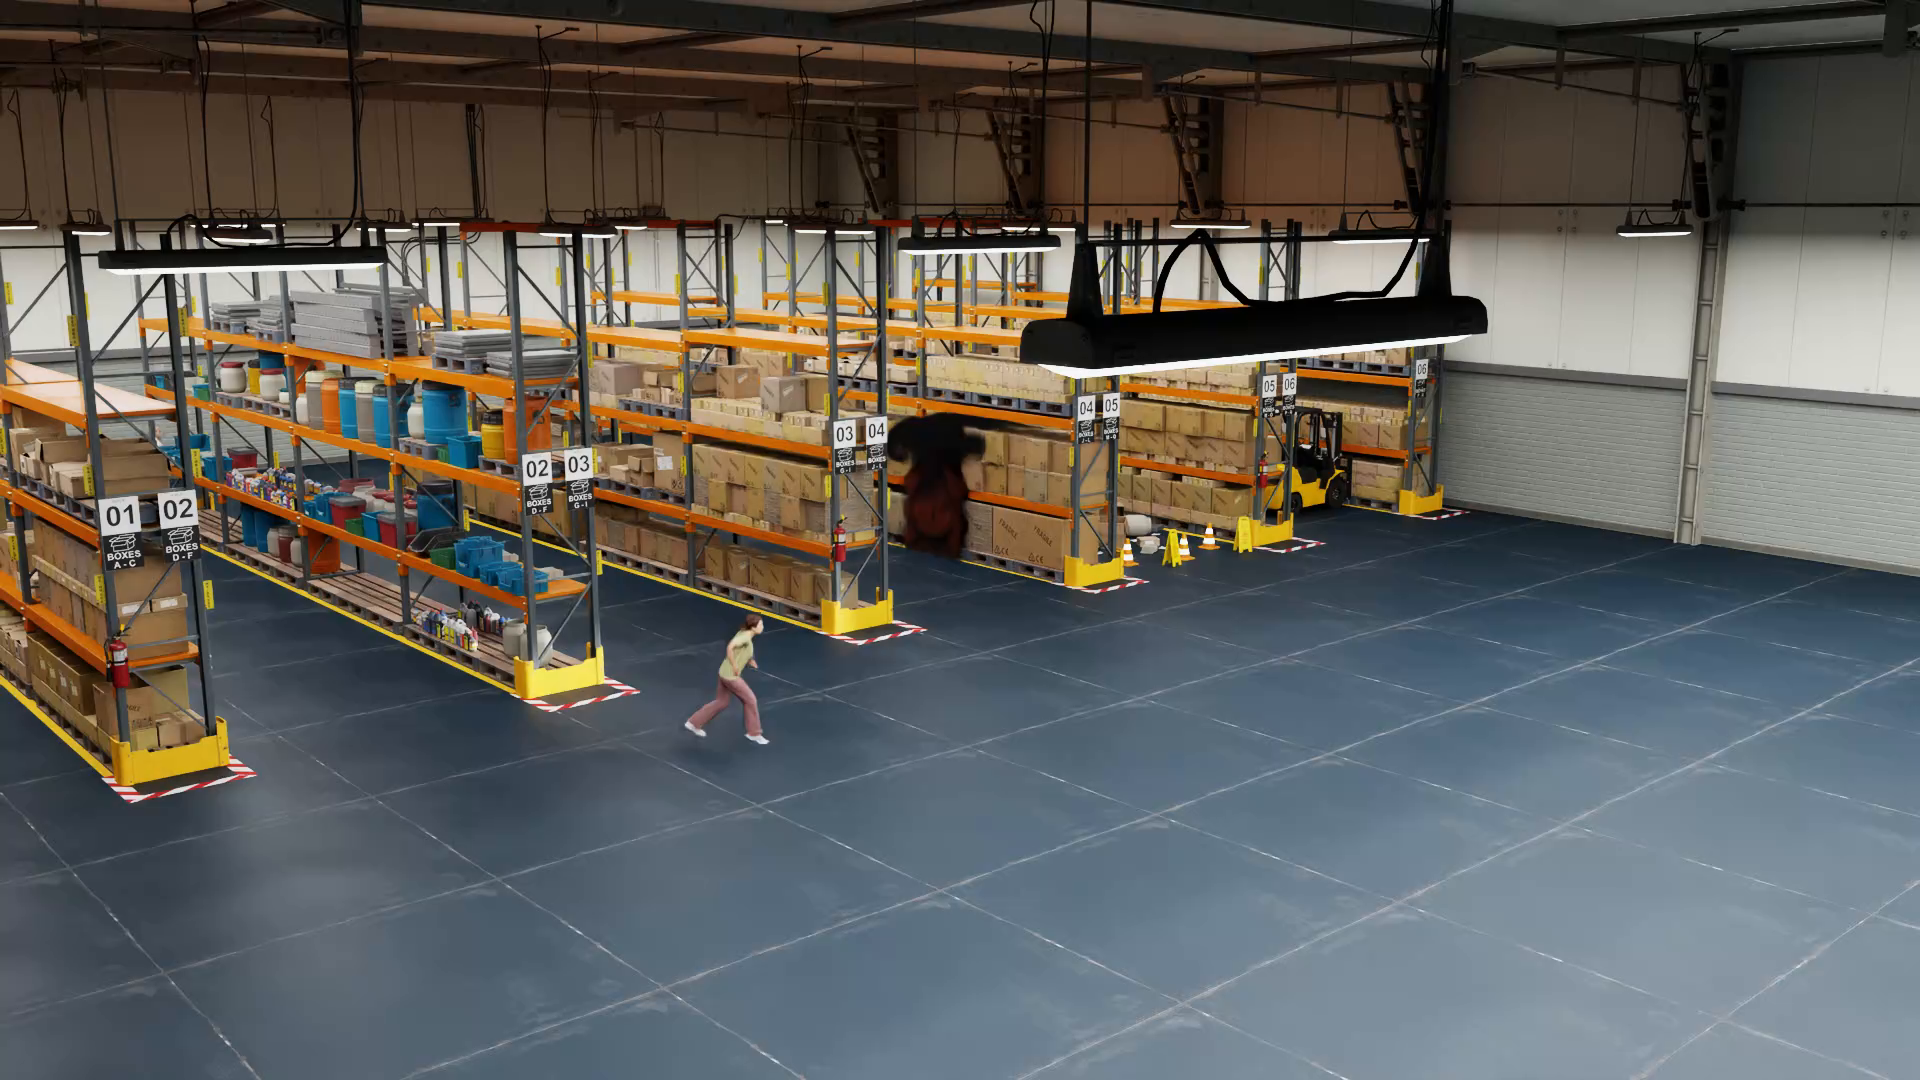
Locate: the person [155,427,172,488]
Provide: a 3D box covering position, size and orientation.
[{"bbox_3d":[-16.638,-1.456,34.480,1.058,1.787,0.735,0,11,-2],"label":"person"}]

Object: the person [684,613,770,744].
[{"bbox_3d":[-2.770,1.673,19.657,1.003,1.626,0.617,-1,11,-4],"label":"person"}]
